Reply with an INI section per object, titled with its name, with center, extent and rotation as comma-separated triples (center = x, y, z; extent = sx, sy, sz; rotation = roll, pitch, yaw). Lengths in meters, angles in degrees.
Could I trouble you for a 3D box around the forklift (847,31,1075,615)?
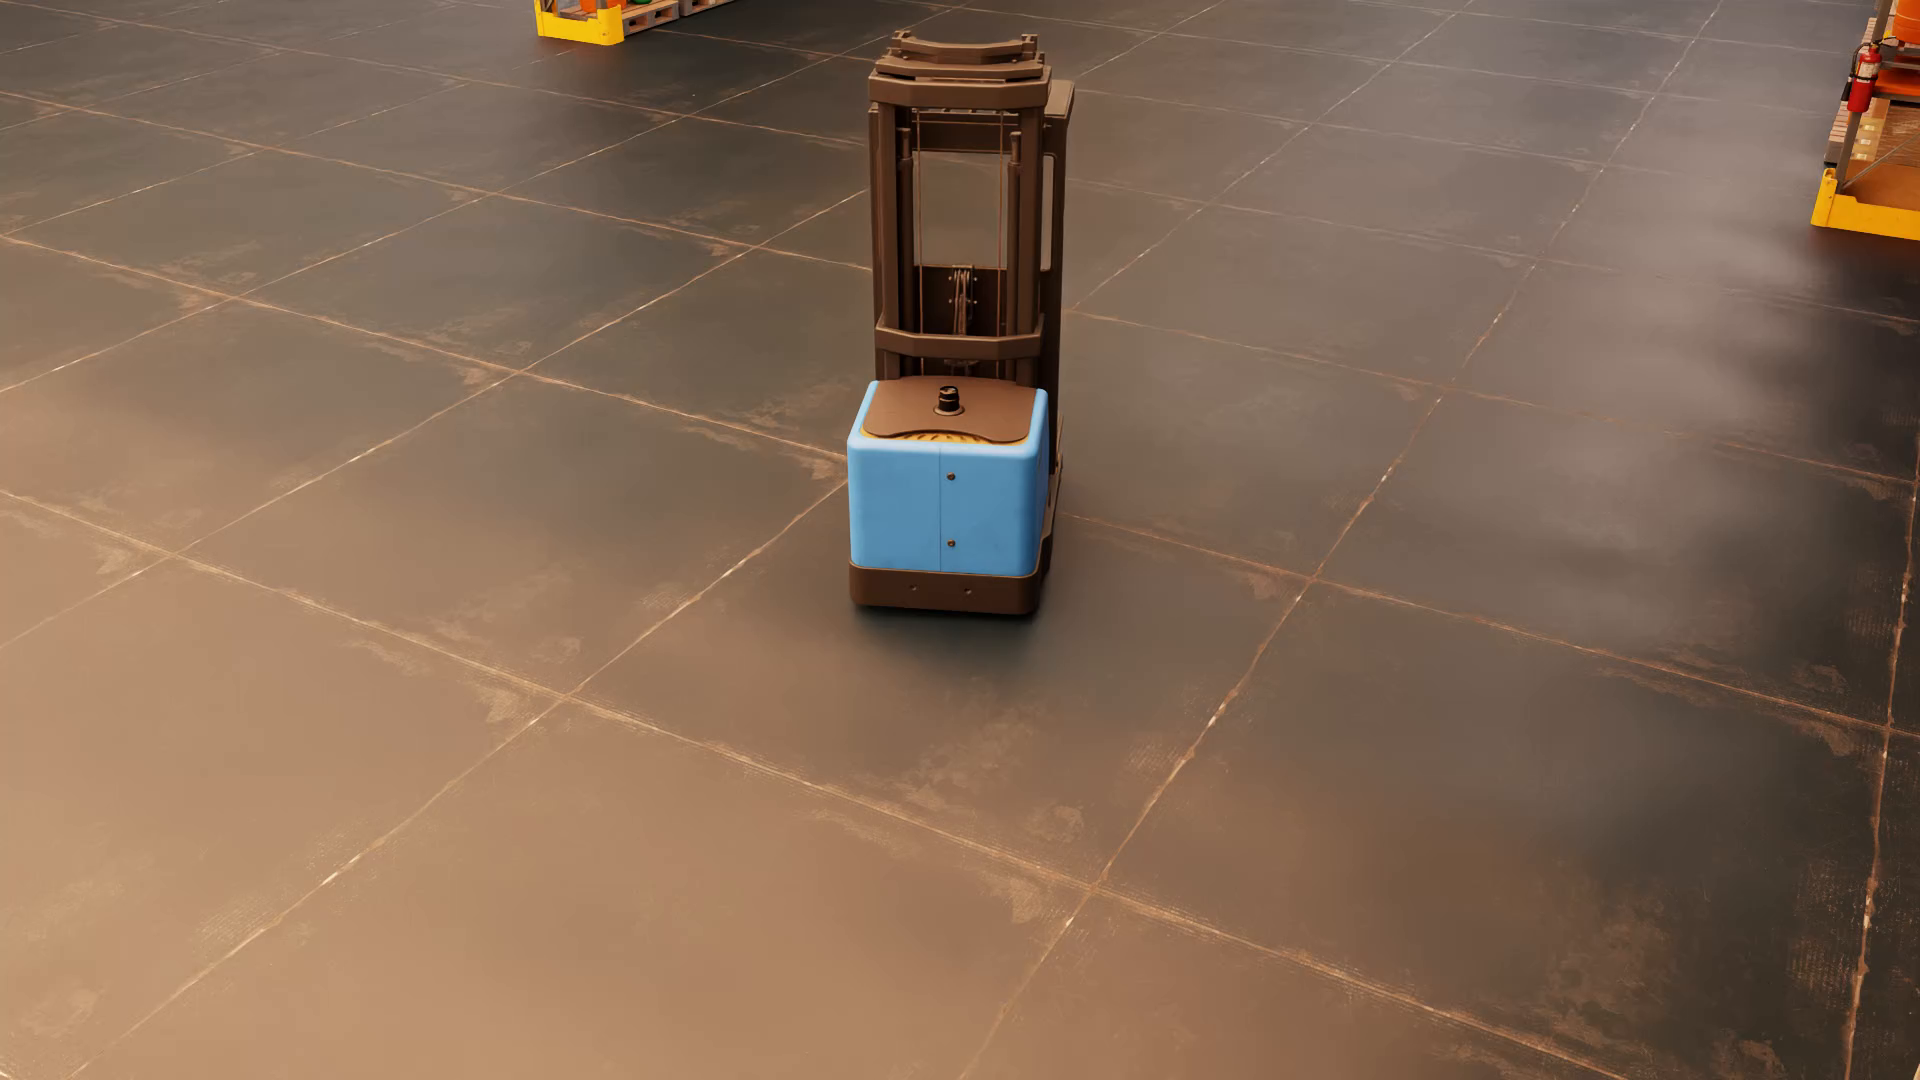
[forklift]
center = 0.072, -1.572, 9.794
extent = 1.130, 2.935, 3.031
rotation = 3, 30, 6
